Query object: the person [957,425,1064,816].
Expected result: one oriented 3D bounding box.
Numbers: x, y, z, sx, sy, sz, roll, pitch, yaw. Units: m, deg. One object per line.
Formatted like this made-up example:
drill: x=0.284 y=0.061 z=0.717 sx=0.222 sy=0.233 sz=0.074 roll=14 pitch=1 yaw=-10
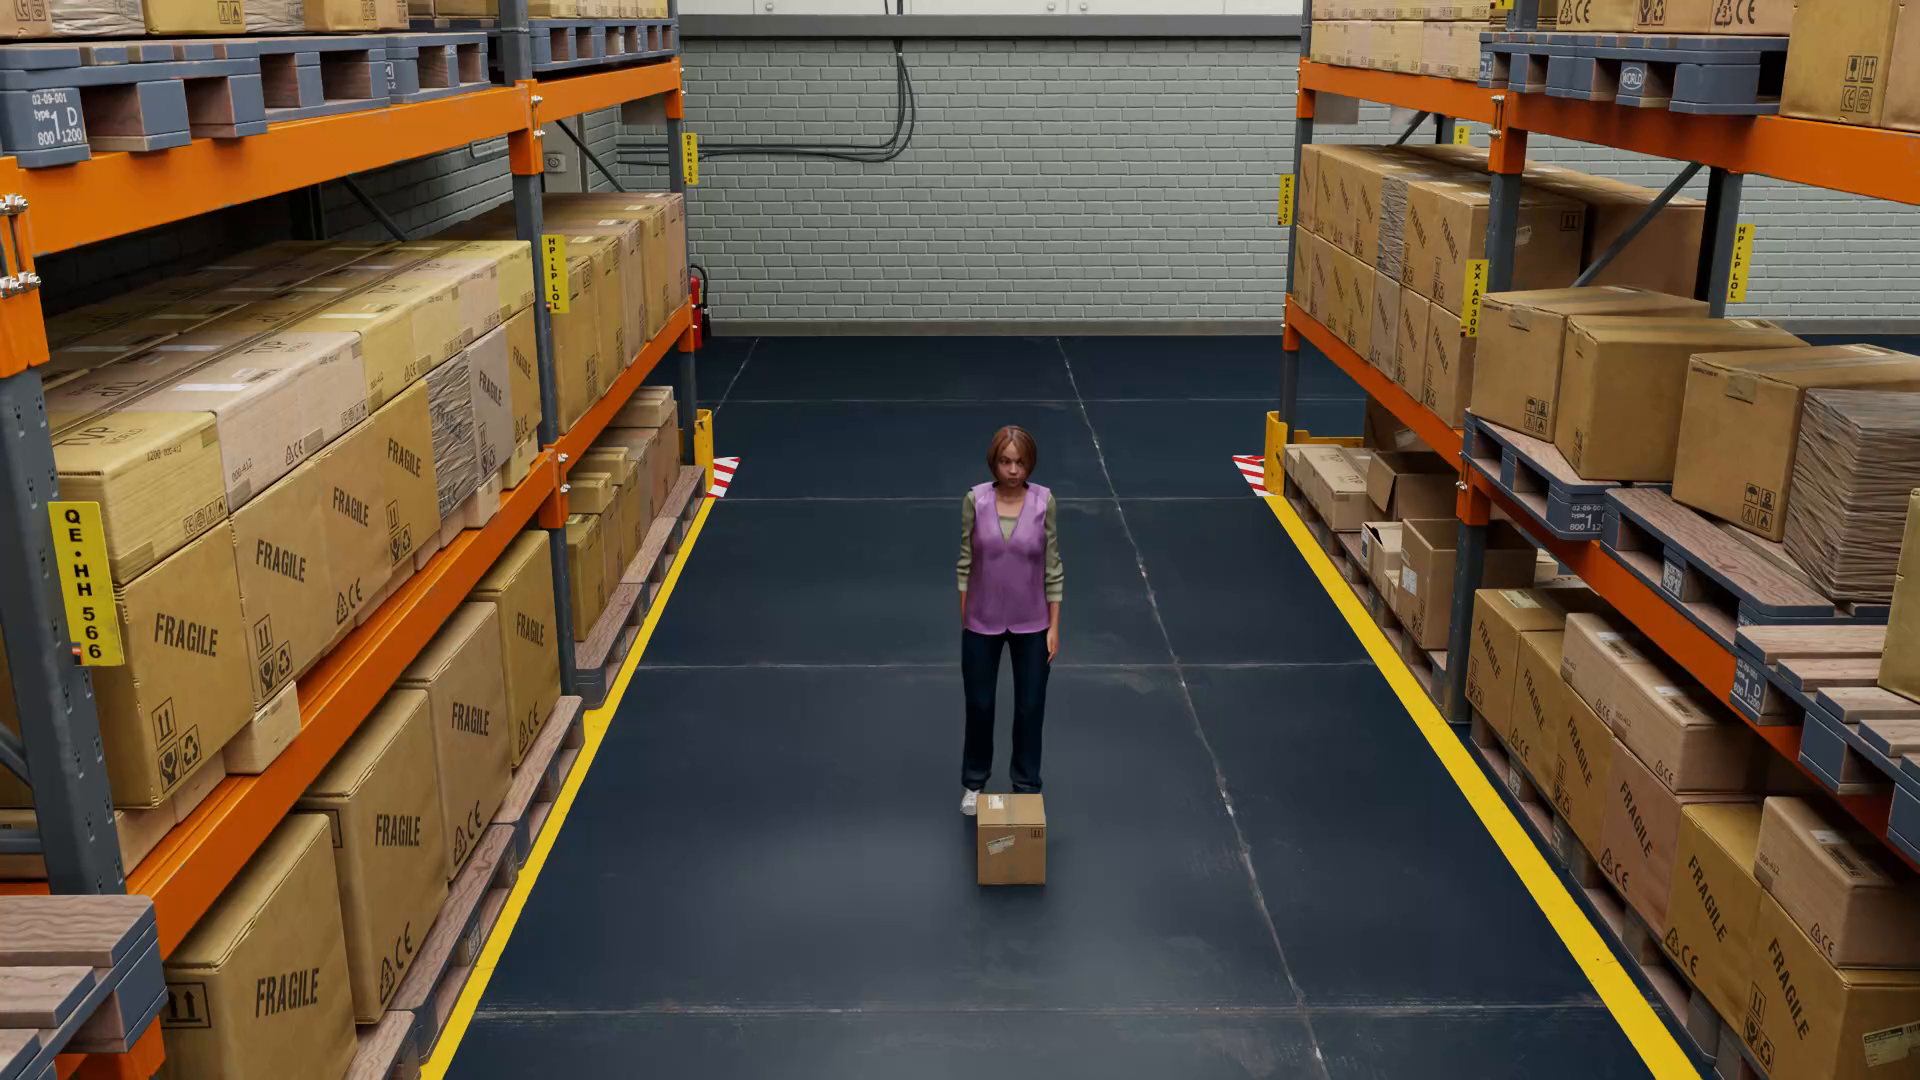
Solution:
person: x=0.194 y=0.364 z=6.484 sx=0.413 sy=1.652 sz=0.391 roll=0 pitch=17 yaw=0
